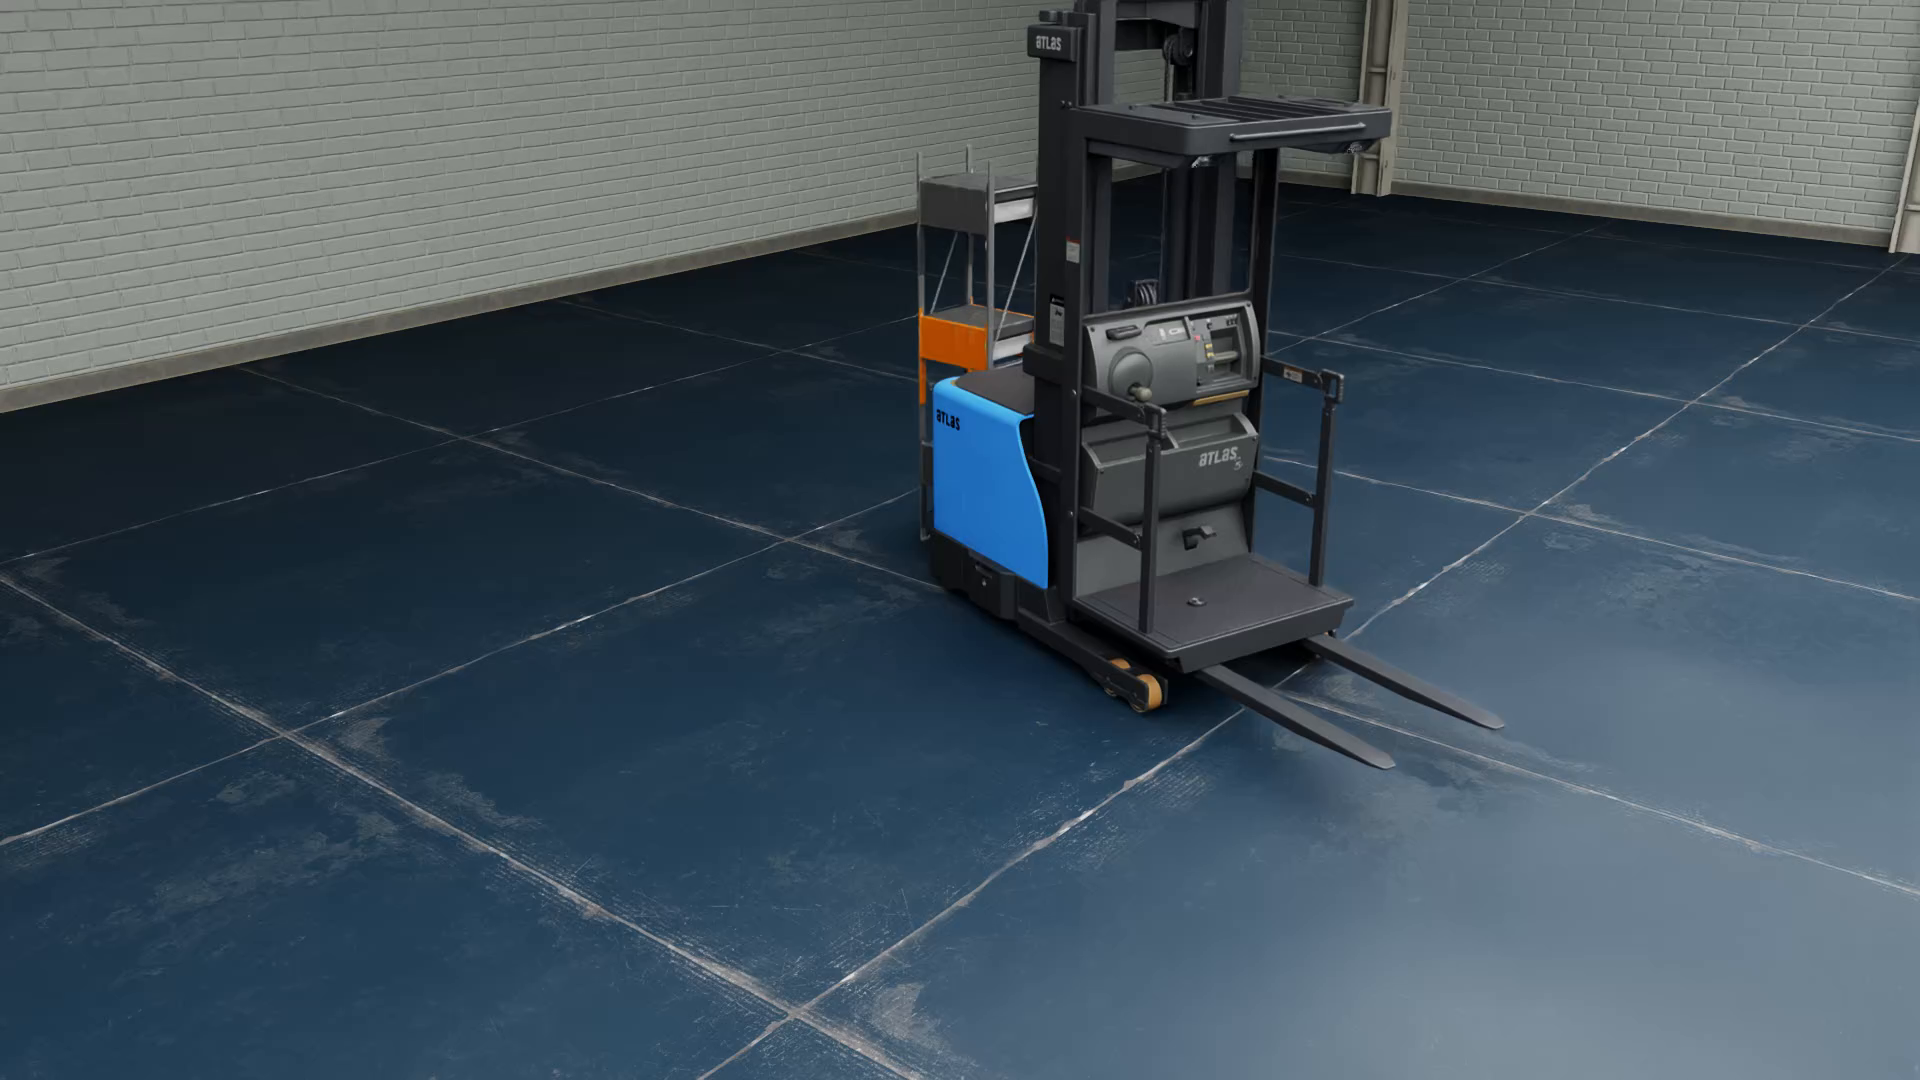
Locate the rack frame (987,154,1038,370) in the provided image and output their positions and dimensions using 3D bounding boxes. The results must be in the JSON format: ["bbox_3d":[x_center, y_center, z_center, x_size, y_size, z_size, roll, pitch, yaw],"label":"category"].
[{"bbox_3d":[0.278,-0.914,8.616,0.015,2.100,0.400,18,27,40],"label":"rack frame"}]

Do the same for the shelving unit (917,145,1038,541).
[{"bbox_3d":[0.100,-0.973,8.772,0.503,2.100,0.431,18,27,40],"label":"shelving unit"}]

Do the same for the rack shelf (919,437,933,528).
[{"bbox_3d":[0.100,-0.305,9.023,0.480,0.518,0.431,18,27,40],"label":"rack shelf"}]

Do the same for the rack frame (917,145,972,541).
[{"bbox_3d":[-0.078,-1.032,8.928,0.015,2.100,0.400,18,27,40],"label":"rack frame"}]

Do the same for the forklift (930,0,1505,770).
[{"bbox_3d":[1.066,-0.814,7.173,1.130,2.935,3.031,-13,24,-30],"label":"forklift"}]

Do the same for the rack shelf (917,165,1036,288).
[{"bbox_3d":[0.100,-1.615,8.530,0.480,0.518,0.431,18,27,40],"label":"rack shelf"}]

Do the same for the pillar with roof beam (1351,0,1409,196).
[{"bbox_3d":[2.344,-7.307,15.792,0.400,9.000,9.100,16,26,36],"label":"pillar with roof beam"}]

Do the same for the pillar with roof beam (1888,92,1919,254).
[{"bbox_3d":[6.992,-5.969,12.242,0.400,9.000,9.100,16,26,36],"label":"pillar with roof beam"}]

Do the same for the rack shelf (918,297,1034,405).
[{"bbox_3d":[0.100,-0.960,8.776,0.480,0.518,0.431,18,27,40],"label":"rack shelf"}]
